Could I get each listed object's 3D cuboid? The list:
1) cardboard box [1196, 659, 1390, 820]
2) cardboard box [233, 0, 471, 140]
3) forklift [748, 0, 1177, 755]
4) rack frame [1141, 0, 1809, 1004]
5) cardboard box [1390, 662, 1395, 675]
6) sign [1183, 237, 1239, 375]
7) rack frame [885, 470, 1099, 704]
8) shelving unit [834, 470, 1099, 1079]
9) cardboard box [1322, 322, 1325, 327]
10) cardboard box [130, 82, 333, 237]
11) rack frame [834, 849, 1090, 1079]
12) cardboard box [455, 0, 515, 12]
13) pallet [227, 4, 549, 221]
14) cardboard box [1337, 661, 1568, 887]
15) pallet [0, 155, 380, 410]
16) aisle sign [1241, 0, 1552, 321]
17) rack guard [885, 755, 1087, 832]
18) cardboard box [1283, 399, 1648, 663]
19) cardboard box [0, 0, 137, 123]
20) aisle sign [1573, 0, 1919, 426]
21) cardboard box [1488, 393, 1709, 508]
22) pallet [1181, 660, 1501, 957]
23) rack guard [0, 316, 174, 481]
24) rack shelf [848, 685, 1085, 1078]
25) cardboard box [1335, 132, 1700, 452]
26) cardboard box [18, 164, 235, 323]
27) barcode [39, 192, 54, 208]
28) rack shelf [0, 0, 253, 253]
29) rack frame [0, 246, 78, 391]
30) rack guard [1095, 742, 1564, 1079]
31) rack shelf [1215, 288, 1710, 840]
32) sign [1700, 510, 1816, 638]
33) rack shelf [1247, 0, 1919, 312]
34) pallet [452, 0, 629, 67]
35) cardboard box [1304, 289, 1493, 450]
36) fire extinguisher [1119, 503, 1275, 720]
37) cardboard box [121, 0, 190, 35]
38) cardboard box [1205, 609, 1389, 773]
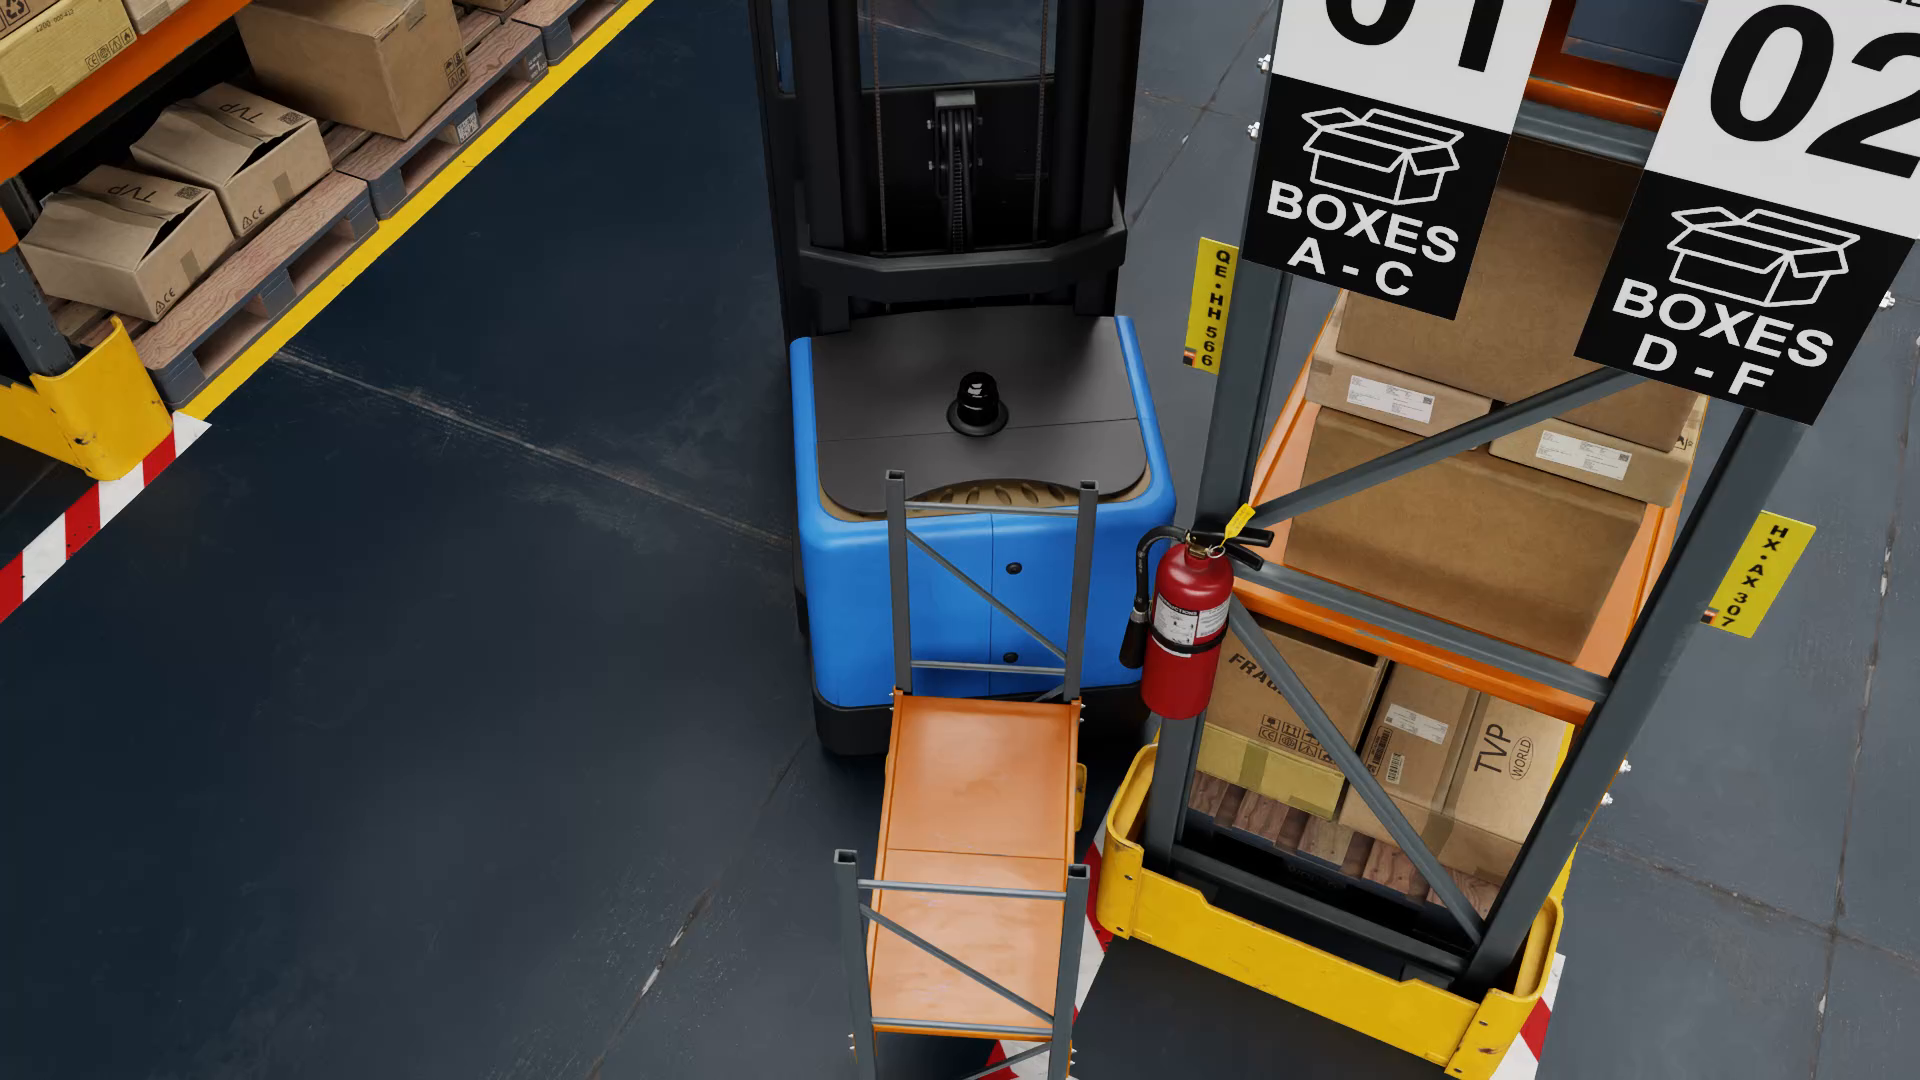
[{"bbox_3d":[0.946,0.478,4.903,0.500,0.250,0.500,20,52,16],"label":"cardboard box"},{"bbox_3d":[-2.518,-2.082,6.904,0.700,0.500,0.500,17,52,14],"label":"cardboard box"},{"bbox_3d":[-0.062,-1.423,5.037,1.130,2.935,3.031,-4,50,-4],"label":"forklift"},{"bbox_3d":[0.984,0.189,3.620,1.000,3.000,0.127,20,52,16],"label":"rack frame"},{"bbox_3d":[1.624,0.301,5.054,0.500,0.250,0.500,20,52,16],"label":"cardboard box"},{"bbox_3d":[0.499,-0.449,3.247,0.100,0.325,0.005,20,52,16],"label":"sign"},{"bbox_3d":[0.075,0.345,4.471,0.500,1.500,0.032,3,50,3],"label":"rack frame"},{"bbox_3d":[0.040,0.725,4.149,0.587,1.500,1.083,3,50,3],"label":"shelving unit"},{"bbox_3d":[1.358,-0.459,5.208,0.500,0.500,0.500,20,52,16],"label":"cardboard box"},{"bbox_3d":[-2.876,-1.531,6.560,0.500,0.311,0.500,24,54,19],"label":"cardboard box"},{"bbox_3d":[0.004,1.118,3.814,0.500,1.500,0.032,3,50,3],"label":"rack frame"},{"bbox_3d":[-2.195,-2.780,7.498,0.500,0.500,0.500,16,52,13],"label":"cardboard box"},{"bbox_3d":[-2.563,-1.954,7.274,1.003,0.211,1.213,20,52,16],"label":"pallet"},{"bbox_3d":[1.414,0.647,4.760,0.500,0.250,0.500,20,52,16],"label":"cardboard box"},{"bbox_3d":[-3.085,-1.117,6.562,1.003,0.211,1.213,20,52,16],"label":"pallet"},{"bbox_3d":[0.690,-0.704,2.673,0.394,0.787,0.004,20,52,16],"label":"aisle sign"},{"bbox_3d":[0.075,0.751,4.947,0.587,0.250,0.087,3,50,3],"label":"rack guard"},{"bbox_3d":[1.195,-0.161,3.852,0.700,0.500,0.500,20,52,16],"label":"cardboard box"},{"bbox_3d":[-3.001,-1.611,5.237,0.500,0.250,0.500,18,52,15],"label":"cardboard box"},{"bbox_3d":[1.232,-0.509,2.506,0.394,0.787,0.004,20,52,16],"label":"aisle sign"},{"bbox_3d":[1.346,-0.254,3.505,0.380,0.149,0.250,19,52,16],"label":"cardboard box"},{"bbox_3d":[1.272,0.552,5.141,1.003,0.211,1.213,20,52,16],"label":"pallet"},{"bbox_3d":[-3.464,-0.663,5.986,1.175,0.500,0.348,20,52,16],"label":"rack guard"},{"bbox_3d":[0.039,0.848,4.280,0.538,0.185,1.000,3,50,3],"label":"rack shelf"},{"bbox_3d":[1.217,-0.618,3.389,0.700,0.500,0.500,20,52,16],"label":"cardboard box"},{"bbox_3d":[-3.120,-1.139,6.226,0.500,0.311,0.500,14,51,12],"label":"cardboard box"},{"bbox_3d":[-3.474,-1.284,6.344,0.001,0.075,0.075,20,52,16],"label":"barcode"},{"bbox_3d":[-2.642,-2.565,6.435,1.077,0.370,4.000,20,52,16],"label":"rack shelf"},{"bbox_3d":[-3.497,-1.420,4.989,1.000,3.000,0.127,20,52,16],"label":"rack frame"},{"bbox_3d":[0.973,1.015,4.558,1.175,0.500,0.348,20,52,16],"label":"rack guard"},{"bbox_3d":[1.838,-0.955,5.066,1.077,0.370,4.000,20,52,16],"label":"rack shelf"},{"bbox_3d":[1.483,0.067,3.103,0.100,0.325,0.005,20,52,16],"label":"sign"},{"bbox_3d":[1.838,-1.927,3.923,1.077,0.370,4.000,20,52,16],"label":"rack shelf"},{"bbox_3d":[-2.043,-2.797,7.992,1.003,0.211,1.213,20,52,16],"label":"pallet"},{"bbox_3d":[0.975,-0.379,3.611,0.380,0.149,0.250,19,52,15],"label":"cardboard box"},{"bbox_3d":[0.513,0.144,3.709,0.296,0.674,0.183,20,52,16],"label":"fire extinguisher"},{"bbox_3d":[-2.792,-1.973,5.545,0.500,0.250,0.500,18,52,15],"label":"cardboard box"},{"bbox_3d":[0.944,0.235,4.618,0.500,0.500,0.500,20,52,16],"label":"cardboard box"}]
